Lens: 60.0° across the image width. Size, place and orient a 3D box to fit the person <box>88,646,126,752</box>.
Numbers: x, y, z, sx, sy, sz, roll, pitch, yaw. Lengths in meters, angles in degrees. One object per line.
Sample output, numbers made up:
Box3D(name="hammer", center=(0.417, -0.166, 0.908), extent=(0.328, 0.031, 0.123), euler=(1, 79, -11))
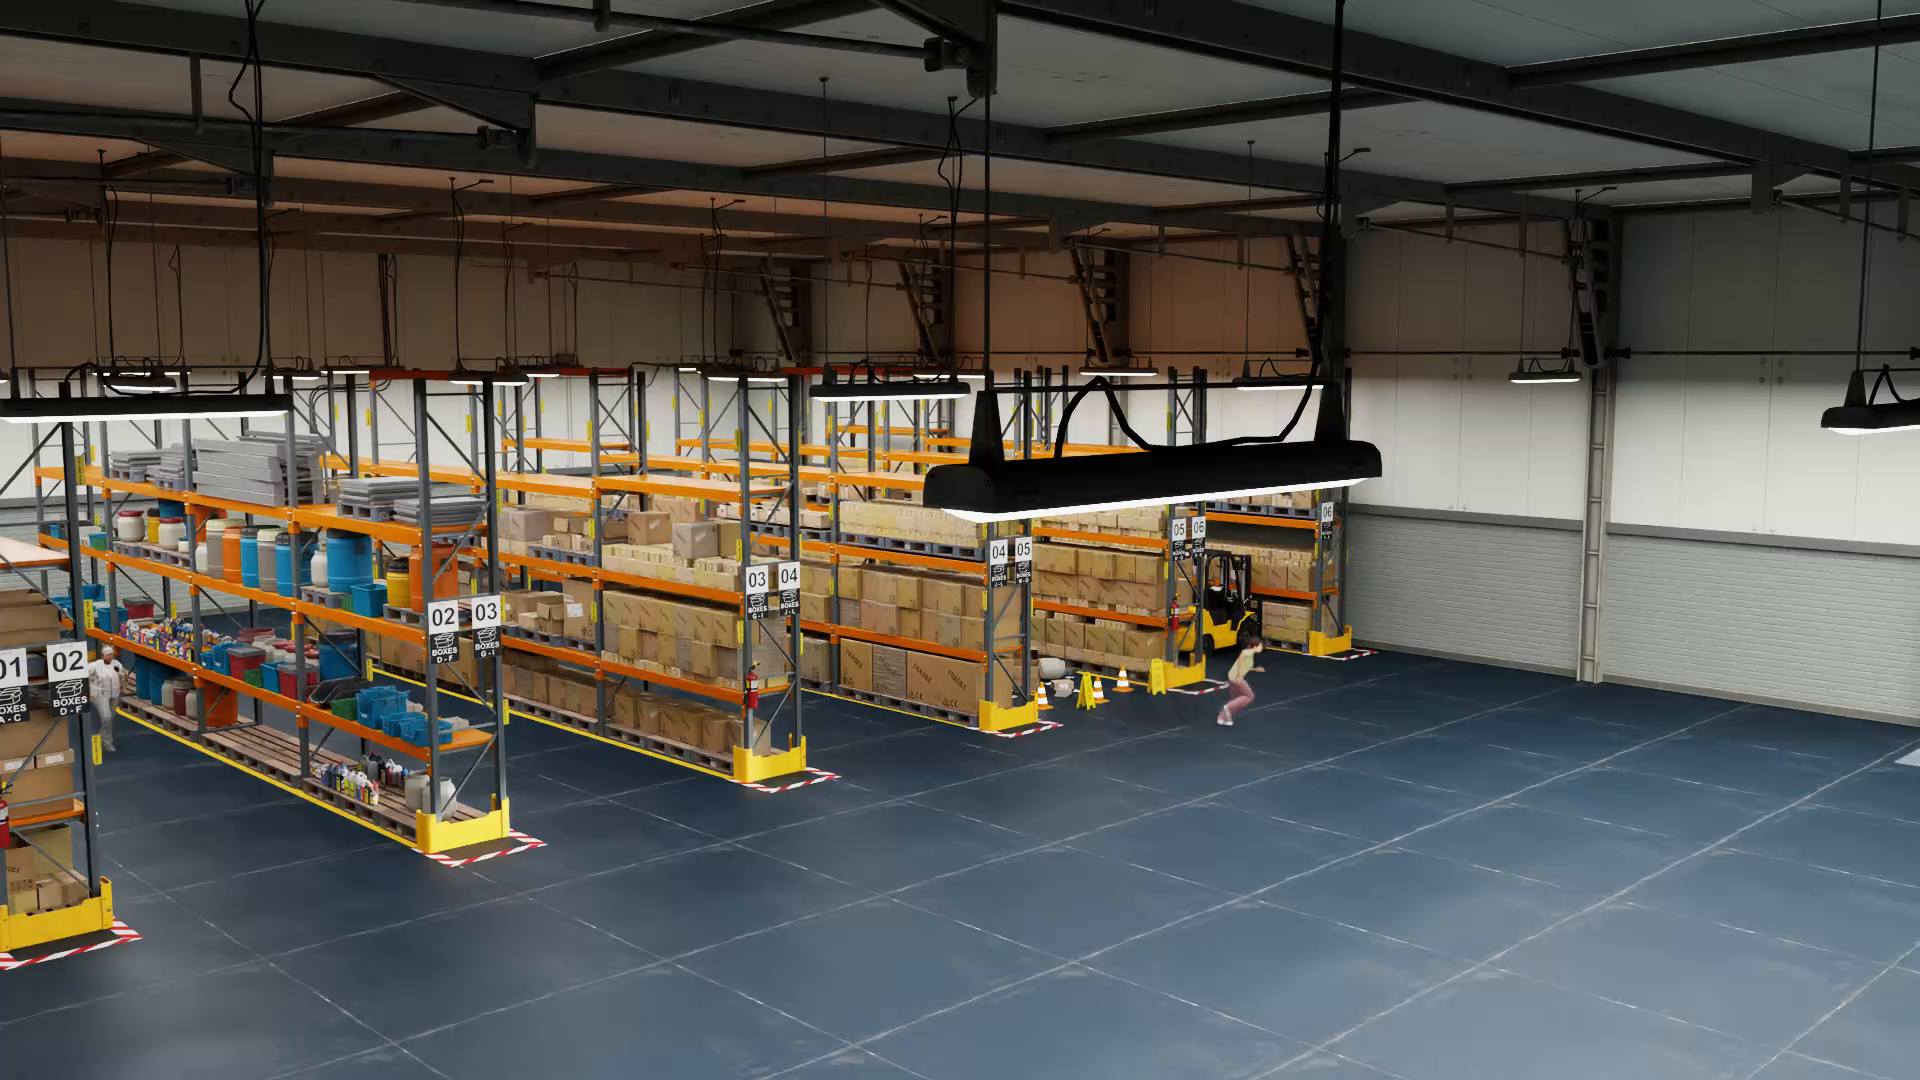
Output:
Box3D(name="person", center=(-13.636, 2.535, 26.593), extent=(0.840, 1.723, 0.538), euler=(5, 8, 37))

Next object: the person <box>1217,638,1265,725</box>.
Box3D(name="person", center=(4.785, 2.410, 28.221), extent=(0.812, 1.500, 0.606), euler=(0, 6, 0))
